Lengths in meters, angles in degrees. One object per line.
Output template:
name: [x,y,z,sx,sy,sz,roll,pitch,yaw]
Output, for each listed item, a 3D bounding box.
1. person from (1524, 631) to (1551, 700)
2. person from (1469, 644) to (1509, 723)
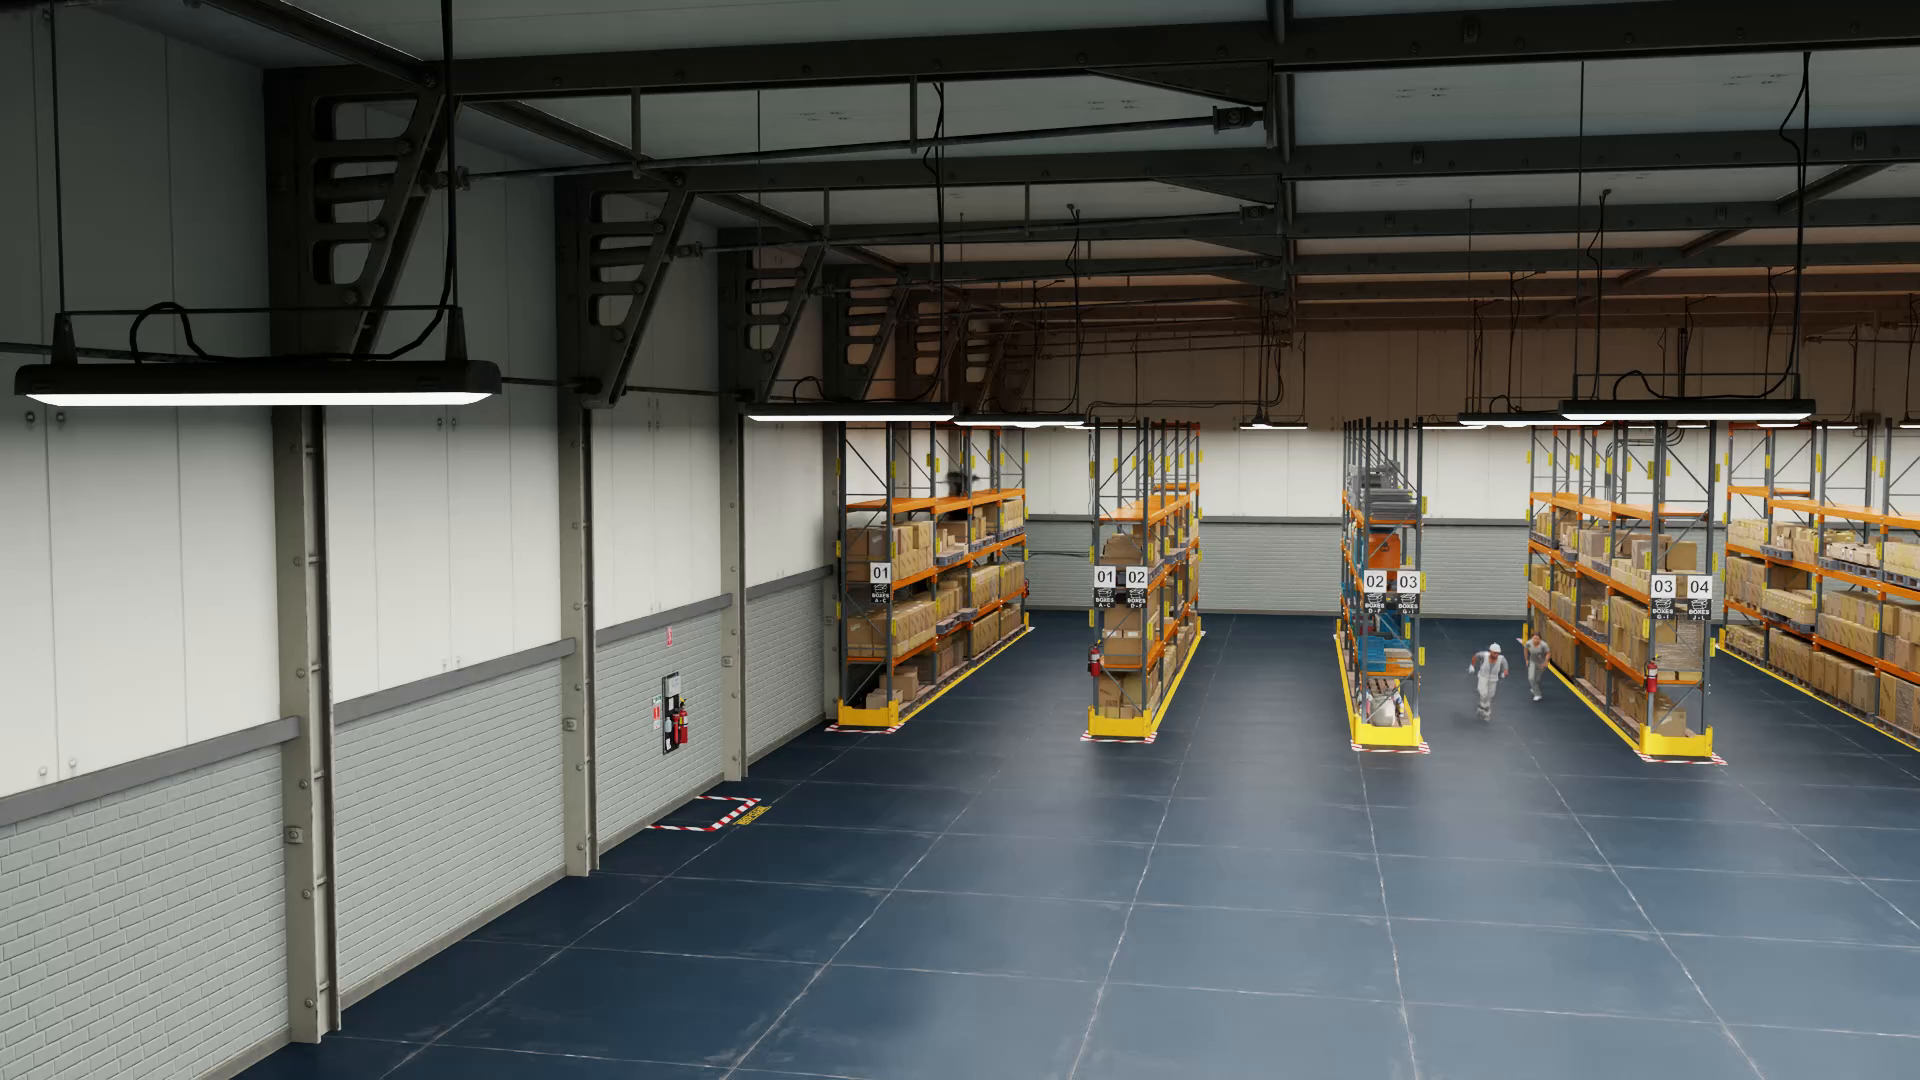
person: [12.403,2.668,35.706,0.558,1.501,0.991,2,4,23]
person: [10.451,2.785,32.869,0.677,1.571,1.116,0,4,6]
